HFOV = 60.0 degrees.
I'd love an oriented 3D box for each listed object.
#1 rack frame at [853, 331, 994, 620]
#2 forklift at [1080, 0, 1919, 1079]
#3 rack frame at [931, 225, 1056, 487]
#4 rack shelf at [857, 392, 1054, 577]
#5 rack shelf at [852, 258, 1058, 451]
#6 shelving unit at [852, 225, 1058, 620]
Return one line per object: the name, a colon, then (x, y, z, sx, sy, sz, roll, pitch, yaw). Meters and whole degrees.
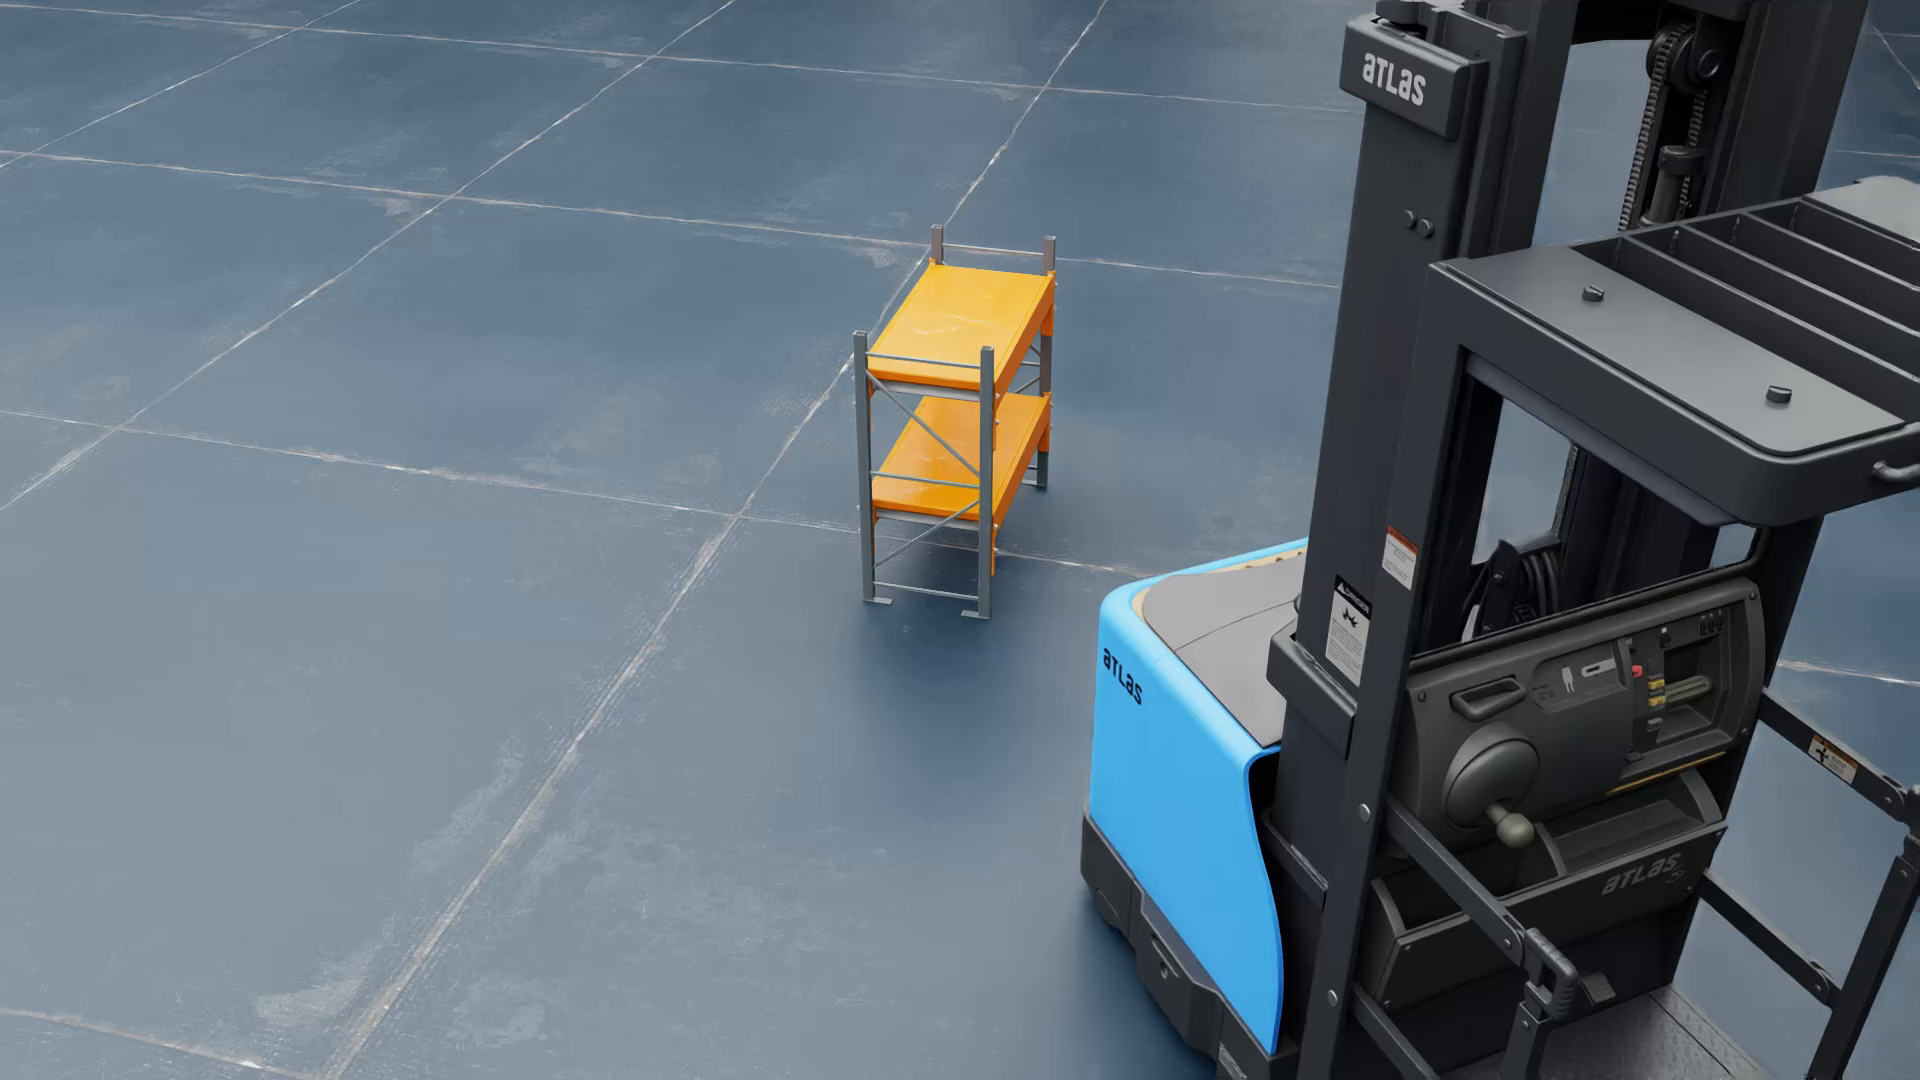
rack frame: (-0.127, -0.214, 6.039, 0.500, 1.125, 0.032, 8, 33, 12)
forklift: (1.425, 0.423, 3.353, 1.130, 2.935, 3.031, -13, 35, -20)
rack frame: (0.131, -0.742, 6.869, 0.500, 1.125, 0.032, 8, 33, 12)
rack shelf: (0.002, -0.272, 6.585, 0.538, 0.278, 1.000, 8, 33, 12)
rack shelf: (0.002, -0.725, 6.297, 0.538, 0.278, 1.000, 8, 33, 12)
shelving unit: (0.002, -0.478, 6.454, 0.538, 1.125, 1.048, 8, 33, 12)
